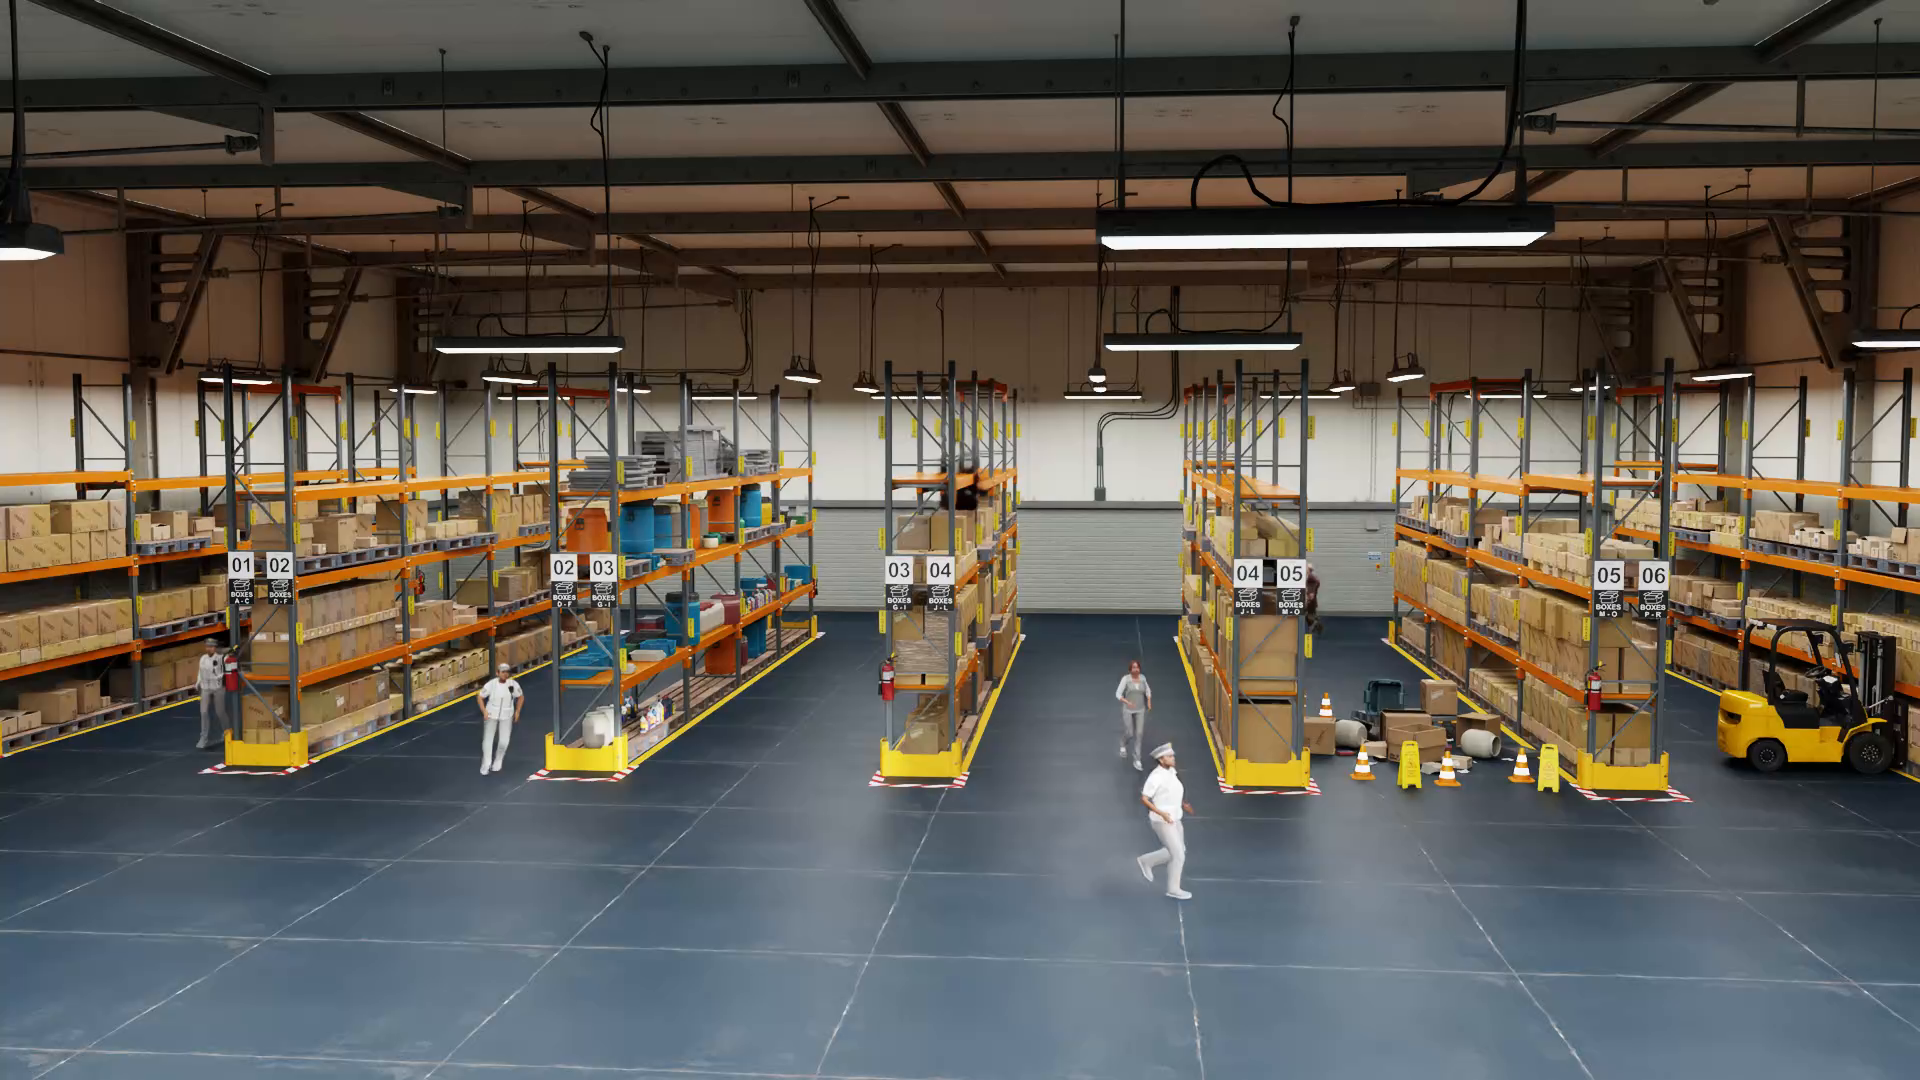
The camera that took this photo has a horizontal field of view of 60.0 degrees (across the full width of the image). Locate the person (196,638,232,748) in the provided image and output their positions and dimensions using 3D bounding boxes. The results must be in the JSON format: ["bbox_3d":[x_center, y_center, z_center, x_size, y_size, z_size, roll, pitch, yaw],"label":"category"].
[{"bbox_3d":[-11.882,2.399,26.467,0.614,1.702,0.832,0,4,0],"label":"person"}]

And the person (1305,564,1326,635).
[{"bbox_3d":[8.522,1.552,40.637,0.851,1.538,0.731,1,4,15],"label":"person"}]

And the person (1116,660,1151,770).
[{"bbox_3d":[2.594,2.587,24.844,0.567,1.592,0.744,-1,4,-9],"label":"person"}]

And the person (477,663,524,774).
[{"bbox_3d":[-6.699,2.604,24.256,0.665,1.611,0.557,-1,4,-15],"label":"person"}]

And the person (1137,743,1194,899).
[{"bbox_3d":[2.187,2.995,17.885,0.681,1.654,0.580,3,5,35],"label":"person"}]
